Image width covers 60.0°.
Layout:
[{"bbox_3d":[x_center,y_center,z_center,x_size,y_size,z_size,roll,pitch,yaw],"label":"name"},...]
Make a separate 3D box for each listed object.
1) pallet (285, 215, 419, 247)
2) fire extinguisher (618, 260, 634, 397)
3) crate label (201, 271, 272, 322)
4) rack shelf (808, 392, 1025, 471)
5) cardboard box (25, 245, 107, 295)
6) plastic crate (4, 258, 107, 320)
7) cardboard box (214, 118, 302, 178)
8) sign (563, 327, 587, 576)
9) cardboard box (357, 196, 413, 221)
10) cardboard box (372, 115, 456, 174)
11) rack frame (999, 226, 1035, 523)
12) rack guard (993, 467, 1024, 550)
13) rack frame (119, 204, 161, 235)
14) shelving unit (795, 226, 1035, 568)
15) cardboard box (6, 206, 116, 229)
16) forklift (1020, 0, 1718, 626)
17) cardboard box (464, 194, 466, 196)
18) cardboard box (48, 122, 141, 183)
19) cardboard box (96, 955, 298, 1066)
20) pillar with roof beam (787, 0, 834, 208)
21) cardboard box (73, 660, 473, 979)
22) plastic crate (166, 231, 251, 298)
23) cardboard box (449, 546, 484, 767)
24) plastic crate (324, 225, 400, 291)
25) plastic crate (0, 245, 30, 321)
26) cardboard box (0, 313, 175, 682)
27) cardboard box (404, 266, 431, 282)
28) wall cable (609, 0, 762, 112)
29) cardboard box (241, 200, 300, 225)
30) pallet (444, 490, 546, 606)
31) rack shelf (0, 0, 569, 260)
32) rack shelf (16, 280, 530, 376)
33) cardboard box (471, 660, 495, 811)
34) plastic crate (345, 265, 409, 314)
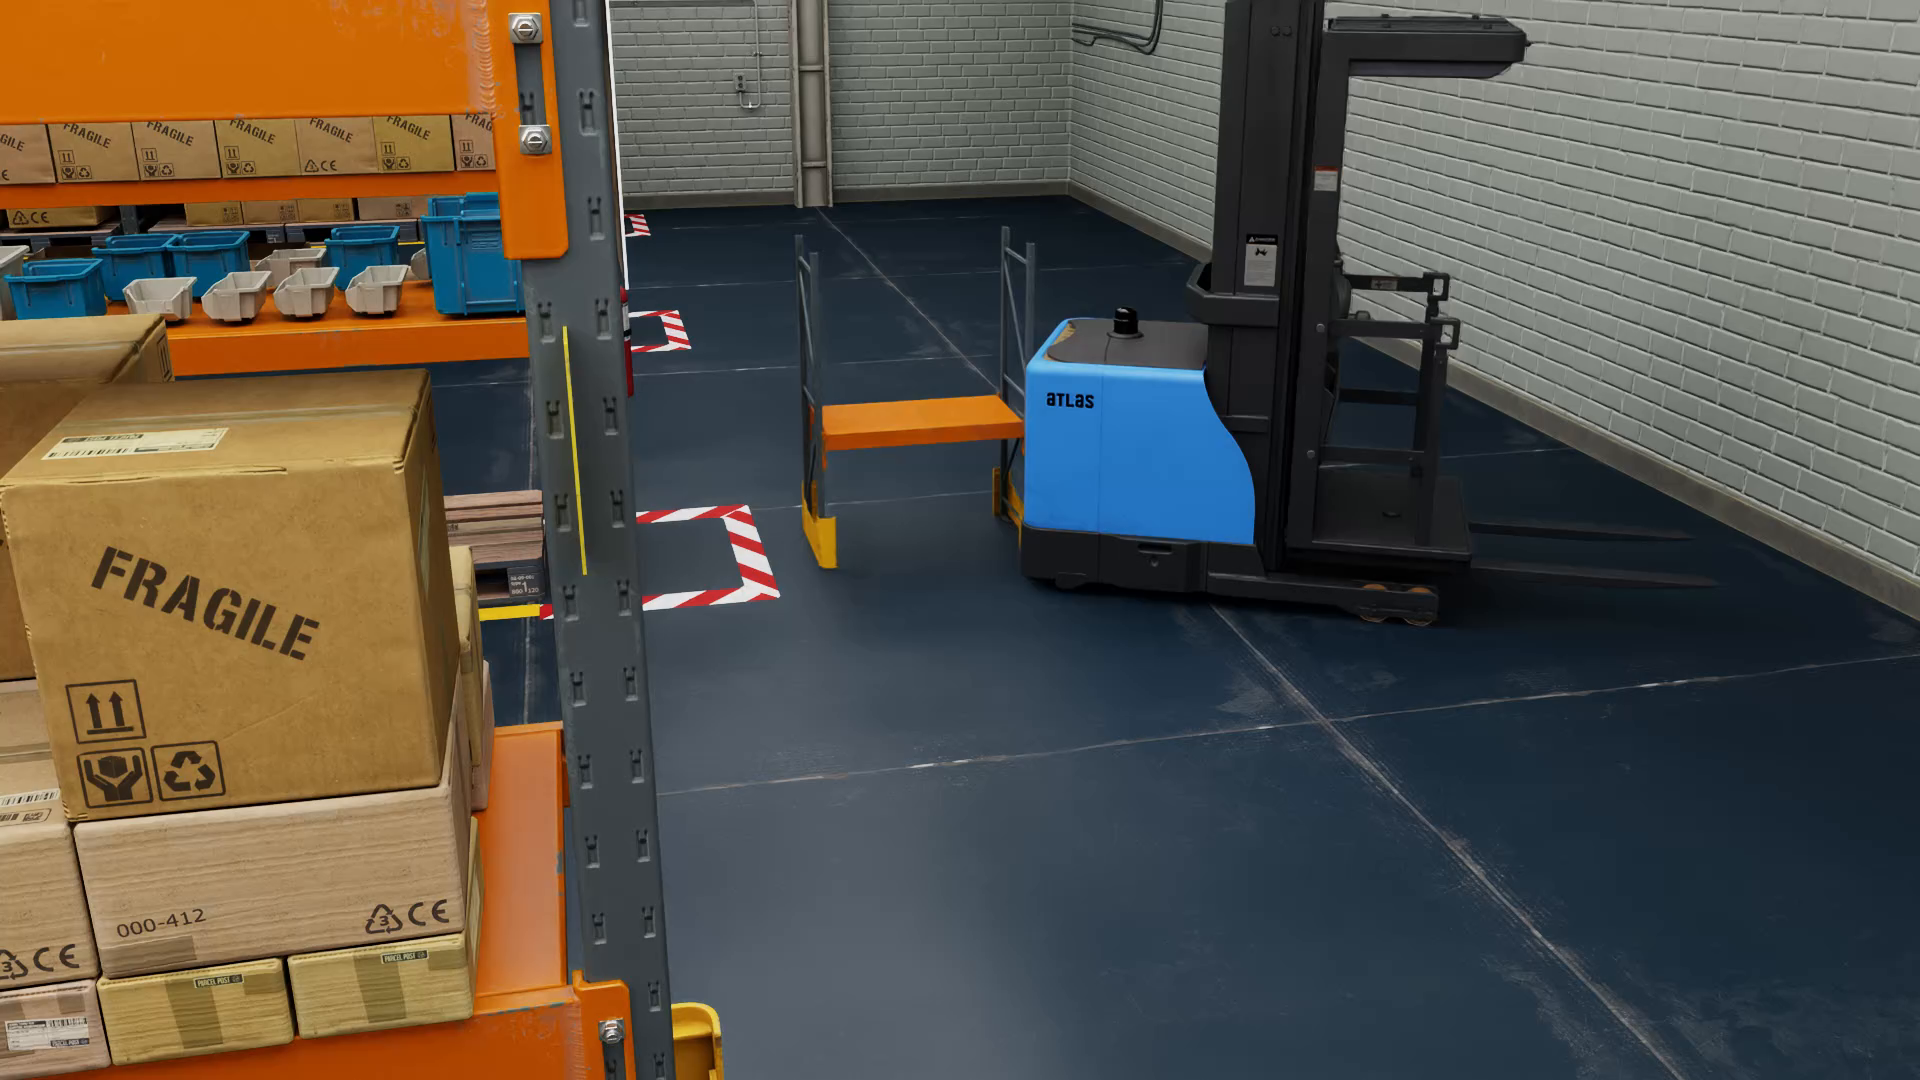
[{"bbox_3d":[-5.998,-3.127,16.545,1.213,0.211,1.003,-5,21,-12],"label":"pallet"},{"bbox_3d":[-1.521,-0.954,7.212,0.183,0.674,0.296,-5,21,-12],"label":"fire extinguisher"},{"bbox_3d":[-3.075,-1.036,7.079,0.243,0.136,0.396,-5,21,-12],"label":"crate label"},{"bbox_3d":[-0.218,-0.539,8.128,1.000,0.185,0.538,-5,21,-13],"label":"rack shelf"},{"bbox_3d":[-6.312,-1.820,11.917,0.500,0.500,0.500,-5,21,-12],"label":"cardboard box"},{"bbox_3d":[-3.712,-1.007,6.858,0.300,0.233,0.416,-5,21,-12],"label":"plastic crate"},{"bbox_3d":[-4.763,-2.764,11.355,0.500,0.500,0.500,-5,21,-13],"label":"cardboard box"},{"bbox_3d":[-0.522,-0.120,2.253,0.005,0.325,0.100,-5,21,-12],"label":"sign"},{"bbox_3d":[-5.687,-3.477,16.468,0.500,0.500,0.700,-5,21,-14],"label":"cardboard box"},{"bbox_3d":[-3.786,-2.842,11.566,0.500,0.500,0.500,-4,21,-12],"label":"cardboard box"},{"bbox_3d":[0.277,-0.748,8.177,0.032,1.500,0.500,-5,21,-13],"label":"rack frame"},{"bbox_3d":[0.275,-0.161,8.392,0.087,0.250,0.587,-5,21,-13],"label":"rack guard"},{"bbox_3d":[-7.945,-4.305,15.706,0.127,3.000,1.000,-5,21,-12],"label":"rack frame"},{"bbox_3d":[-0.209,-0.708,8.068,1.083,1.500,0.587,-5,21,-13],"label":"shelving unit"},{"bbox_3d":[-8.548,-3.398,15.744,0.750,0.750,0.750,-4,21,-12],"label":"cardboard box"},{"bbox_3d":[1.853,-1.200,7.329,3.031,2.935,1.130,5,21,12],"label":"forklift"},{"bbox_3d":[-4.711,-3.556,16.685,0.500,0.500,0.700,-5,21,-12],"label":"cardboard box"},{"bbox_3d":[-5.745,-2.685,11.138,0.500,0.500,0.500,-4,21,-12],"label":"cardboard box"},{"bbox_3d":[-1.156,0.630,2.599,0.250,0.149,0.380,-4,21,-12],"label":"cardboard box"},{"bbox_3d":[-0.633,-6.501,12.978,0.400,9.000,9.100,-5,21,-12],"label":"pillar with roof beam"},{"bbox_3d":[-1.044,0.410,2.619,0.500,0.250,0.500,-5,21,-13],"label":"cardboard box"},{"bbox_3d":[-3.370,-1.241,7.499,0.300,0.233,0.416,-5,21,-12],"label":"plastic crate"},{"bbox_3d":[-1.162,0.231,3.109,0.500,0.250,0.500,-5,21,-14],"label":"cardboard box"},{"bbox_3d":[-2.729,-1.294,7.641,0.300,0.233,0.416,-5,21,-12],"label":"plastic crate"},{"bbox_3d":[-4.137,-1.021,6.825,0.530,0.282,0.437,-5,21,-12],"label":"plastic crate"},{"bbox_3d":[-1.649,-0.082,2.872,0.500,0.500,0.500,-5,21,-14],"label":"cardboard box"},{"bbox_3d":[-3.990,-1.892,12.475,0.500,0.250,0.500,-5,21,-12],"label":"cardboard box"},{"bbox_3d":[-3.024,-5.517,17.537,1.851,1.984,0.084,-5,21,-12],"label":"wall cable"},{"bbox_3d":[-6.704,-3.392,16.237,0.500,0.500,0.700,-5,21,-13],"label":"cardboard box"},{"bbox_3d":[-2.584,0.056,7.854,1.213,0.211,1.003,-5,21,-12],"label":"pallet"},{"bbox_3d":[-2.579,-0.560,2.167,4.000,0.370,1.077,-5,21,-12],"label":"rack shelf"},{"bbox_3d":[-3.719,-0.809,7.209,4.000,0.370,1.077,-5,21,-12],"label":"rack shelf"},{"bbox_3d":[-1.054,0.388,3.259,0.250,0.149,0.380,-4,21,-12],"label":"cardboard box"},{"bbox_3d":[-2.525,-1.085,7.211,0.243,0.136,0.396,-5,21,-12],"label":"plastic crate"}]
